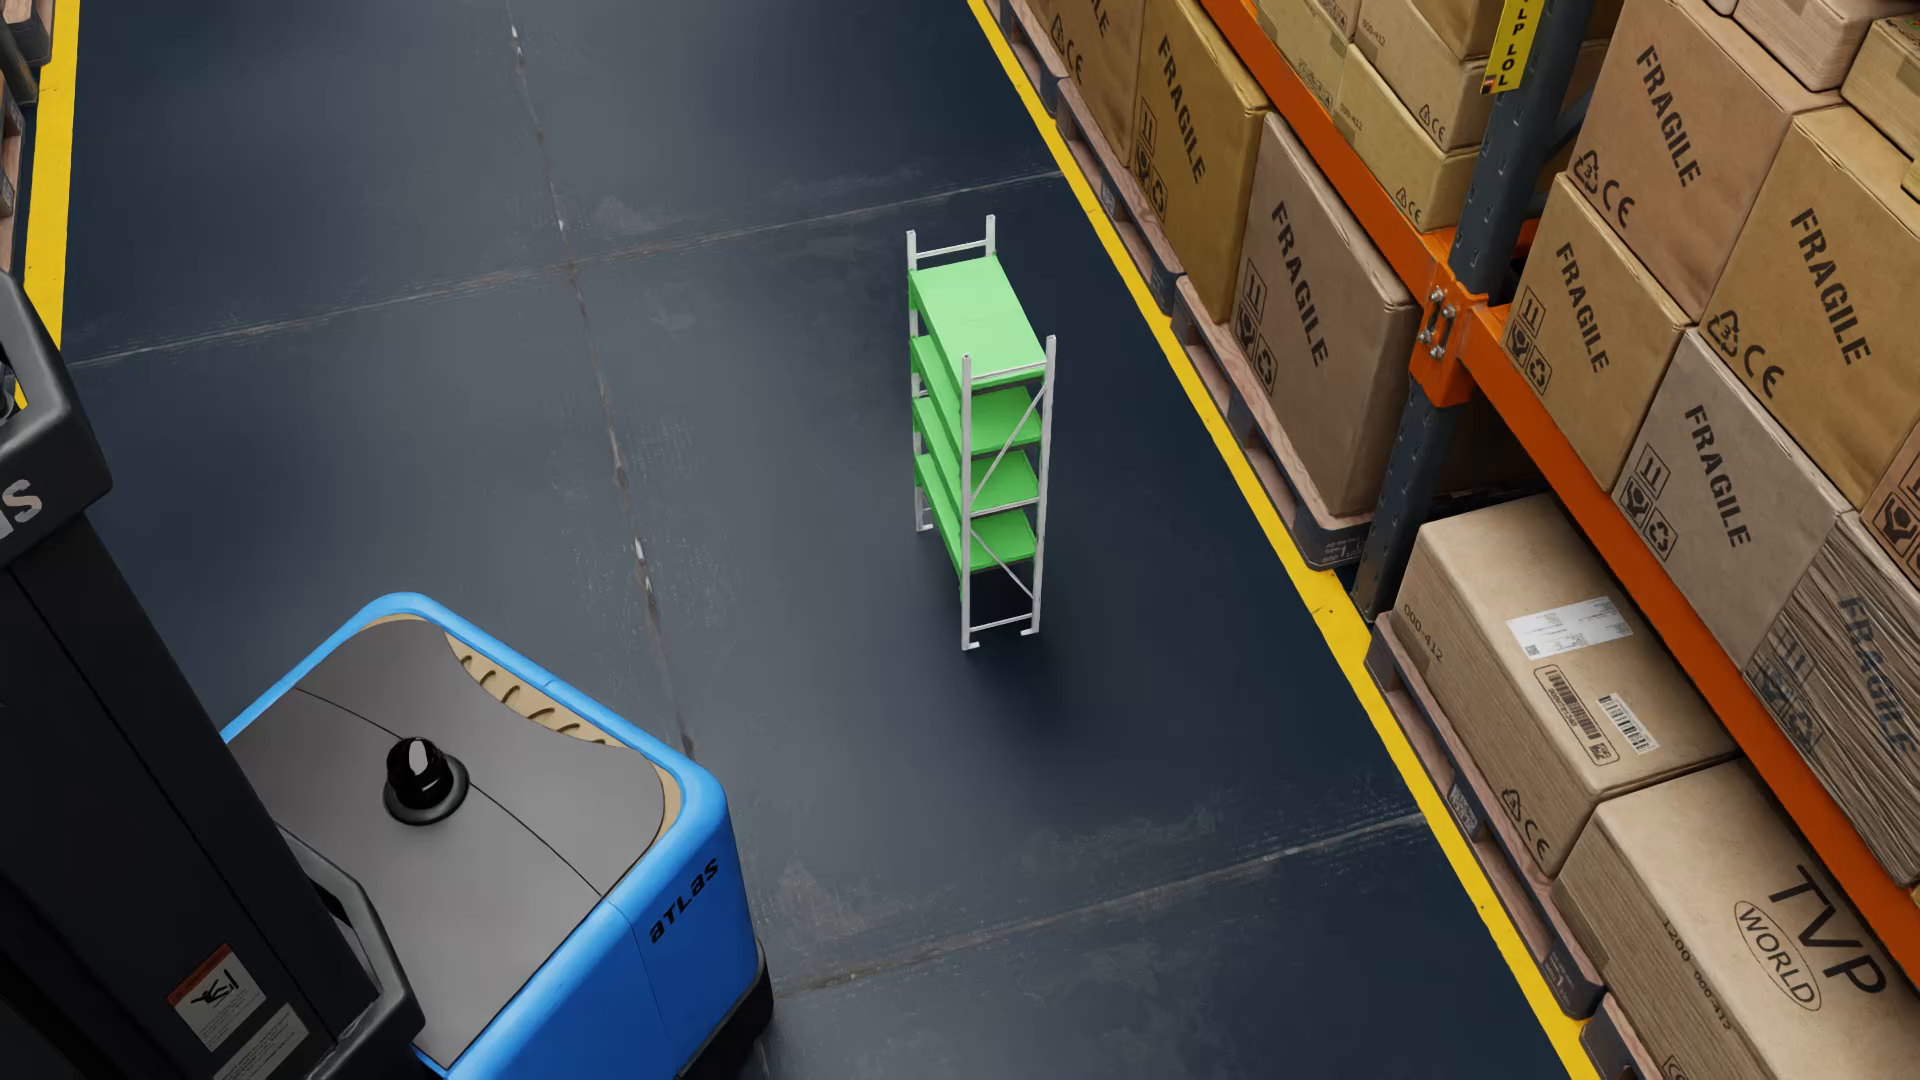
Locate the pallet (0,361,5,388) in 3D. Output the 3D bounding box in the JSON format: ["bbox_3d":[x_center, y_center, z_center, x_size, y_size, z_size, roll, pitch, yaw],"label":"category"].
[{"bbox_3d":[-3.690,-0.319,5.381,1.003,0.211,1.213,-13,51,-11],"label":"pallet"}]

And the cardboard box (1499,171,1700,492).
[{"bbox_3d":[1.581,-0.495,3.640,0.500,0.500,0.500,-12,51,-10],"label":"cardboard box"}]

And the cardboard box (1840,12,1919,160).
[{"bbox_3d":[1.744,-0.778,2.801,0.380,0.149,0.250,-14,51,-11],"label":"cardboard box"}]

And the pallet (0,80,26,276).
[{"bbox_3d":[-4.047,-1.208,6.131,1.003,0.211,1.213,-13,51,-11],"label":"pallet"}]

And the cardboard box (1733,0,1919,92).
[{"bbox_3d":[1.629,-0.955,2.950,0.380,0.149,0.250,-13,51,-10],"label":"cardboard box"}]

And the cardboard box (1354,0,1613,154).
[{"bbox_3d":[1.329,-1.244,4.108,0.500,0.250,0.500,-13,51,-11],"label":"cardboard box"}]

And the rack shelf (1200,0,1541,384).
[{"bbox_3d":[1.101,-2.094,5.524,1.077,0.370,4.000,-13,51,-11],"label":"rack shelf"}]

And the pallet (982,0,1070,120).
[{"bbox_3d":[0.670,-2.294,7.046,1.003,0.211,1.213,-13,51,-11],"label":"pallet"}]

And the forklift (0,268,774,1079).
[{"bbox_3d":[-1.712,0.980,2.507,1.130,2.935,3.031,27,55,21],"label":"forklift"}]

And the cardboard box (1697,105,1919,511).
[{"bbox_3d":[1.745,-0.446,2.945,0.500,0.500,0.500,-14,51,-11],"label":"cardboard box"}]

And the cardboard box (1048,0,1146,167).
[{"bbox_3d":[0.894,-2.061,6.141,0.875,0.875,0.875,-13,51,-11],"label":"cardboard box"}]

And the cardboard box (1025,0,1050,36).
[{"bbox_3d":[0.634,-2.713,6.691,0.875,0.875,0.875,-14,51,-11],"label":"cardboard box"}]

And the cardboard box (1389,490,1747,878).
[{"bbox_3d":[1.775,0.309,4.429,0.875,0.438,0.875,-14,51,-12],"label":"cardboard box"}]

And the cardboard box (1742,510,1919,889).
[{"bbox_3d":[1.866,0.238,3.022,0.500,0.500,0.500,-13,51,-11],"label":"cardboard box"}]

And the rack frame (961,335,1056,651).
[{"bbox_3d":[0.121,-0.088,4.539,0.240,1.200,0.015,-13,51,-11],"label":"rack frame"}]

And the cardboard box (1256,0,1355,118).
[{"bbox_3d":[1.169,-1.459,4.616,0.500,0.250,0.500,-14,51,-11],"label":"cardboard box"}]

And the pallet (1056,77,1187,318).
[{"bbox_3d":[1.027,-1.405,6.296,1.003,0.211,1.213,-13,51,-11],"label":"pallet"}]

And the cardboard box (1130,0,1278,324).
[{"bbox_3d":[1.158,-1.408,5.590,0.875,0.875,0.875,-12,51,-10],"label":"cardboard box"}]

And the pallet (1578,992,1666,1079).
[{"bbox_3d":[2.207,1.500,3.848,1.003,0.211,1.213,-13,51,-11],"label":"pallet"}]

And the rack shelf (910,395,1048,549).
[{"bbox_3d":[0.049,-0.225,4.738,0.258,0.148,0.480,-13,51,-11],"label":"rack shelf"}]

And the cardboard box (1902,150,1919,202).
[{"bbox_3d":[1.759,-0.583,2.636,0.380,0.149,0.250,-14,51,-11],"label":"cardboard box"}]

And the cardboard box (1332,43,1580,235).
[{"bbox_3d":[1.319,-1.087,4.303,0.500,0.250,0.500,-14,51,-12],"label":"cardboard box"}]

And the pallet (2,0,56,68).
[{"bbox_3d":[-4.438,-2.372,7.112,1.003,0.211,1.213,-13,51,-11],"label":"pallet"}]

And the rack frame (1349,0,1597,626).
[{"bbox_3d":[1.692,-0.865,4.017,1.000,3.000,0.127,-13,51,-11],"label":"rack frame"}]

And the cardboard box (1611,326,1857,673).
[{"bbox_3d":[1.726,-0.127,3.329,0.500,0.500,0.500,-13,51,-11],"label":"cardboard box"}]

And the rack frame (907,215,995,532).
[{"bbox_3d":[-0.023,-0.444,4.840,0.240,1.200,0.015,-13,51,-11],"label":"rack frame"}]

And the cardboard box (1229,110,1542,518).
[{"bbox_3d":[1.432,-0.750,5.035,0.875,0.875,0.875,-12,51,-10],"label":"cardboard box"}]

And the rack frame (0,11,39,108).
[{"bbox_3d":[-4.231,-2.661,5.531,1.000,3.000,0.127,-13,51,-11],"label":"rack frame"}]

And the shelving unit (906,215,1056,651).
[{"bbox_3d":[0.049,-0.266,4.689,0.258,1.200,0.503,-13,51,-11],"label":"shelving unit"}]

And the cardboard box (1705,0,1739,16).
[{"bbox_3d":[1.537,-1.139,3.105,0.380,0.149,0.250,-14,51,-12],"label":"cardboard box"}]

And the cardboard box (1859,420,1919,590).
[{"bbox_3d":[1.886,-0.070,2.627,0.500,0.500,0.500,-12,51,-10],"label":"cardboard box"}]

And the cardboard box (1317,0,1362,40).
[{"bbox_3d":[1.174,-1.608,4.415,0.500,0.250,0.500,-12,51,-10],"label":"cardboard box"}]

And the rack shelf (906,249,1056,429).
[{"bbox_3d":[0.049,-0.534,4.371,0.258,0.148,0.480,-13,51,-11],"label":"rack shelf"}]

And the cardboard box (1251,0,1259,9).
[{"bbox_3d":[1.038,-1.832,4.931,0.500,0.250,0.500,-15,51,-12],"label":"cardboard box"}]

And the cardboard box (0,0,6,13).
[{"bbox_3d":[-4.403,-2.490,6.665,0.875,0.625,0.625,-12,51,-10],"label":"cardboard box"}]

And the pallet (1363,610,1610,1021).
[{"bbox_3d":[1.842,0.607,4.600,1.003,0.211,1.213,-13,51,-11],"label":"pallet"}]

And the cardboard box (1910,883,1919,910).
[{"bbox_3d":[2.019,0.614,2.705,0.500,0.500,0.500,-12,51,-10],"label":"cardboard box"}]

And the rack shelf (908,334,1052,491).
[{"bbox_3d":[0.049,-0.379,4.555,0.258,0.148,0.480,-13,51,-11],"label":"rack shelf"}]

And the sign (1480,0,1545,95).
[{"bbox_3d":[1.177,-1.083,3.495,0.100,0.325,0.005,-13,51,-11],"label":"sign"}]

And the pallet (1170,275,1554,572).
[{"bbox_3d":[1.392,-0.512,5.544,1.003,0.211,1.213,-13,51,-11],"label":"pallet"}]

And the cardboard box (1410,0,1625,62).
[{"bbox_3d":[1.320,-1.489,3.824,0.500,0.500,0.500,-12,51,-10],"label":"cardboard box"}]

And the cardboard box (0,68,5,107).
[{"bbox_3d":[-3.901,-1.731,6.107,0.500,0.500,0.500,-12,51,-10],"label":"cardboard box"}]

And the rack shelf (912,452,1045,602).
[{"bbox_3d":[0.049,-0.070,4.922,0.258,0.148,0.480,-13,51,-11],"label":"rack shelf"}]

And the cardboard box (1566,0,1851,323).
[{"bbox_3d":[1.601,-0.817,3.257,0.500,0.500,0.500,-13,51,-11],"label":"cardboard box"}]

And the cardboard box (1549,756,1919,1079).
[{"bbox_3d":[2.040,0.962,3.878,0.875,0.438,0.875,-15,51,-12],"label":"cardboard box"}]

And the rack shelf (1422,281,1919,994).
[{"bbox_3d":[2.283,0.828,3.061,1.077,0.370,4.000,-13,51,-11],"label":"rack shelf"}]
